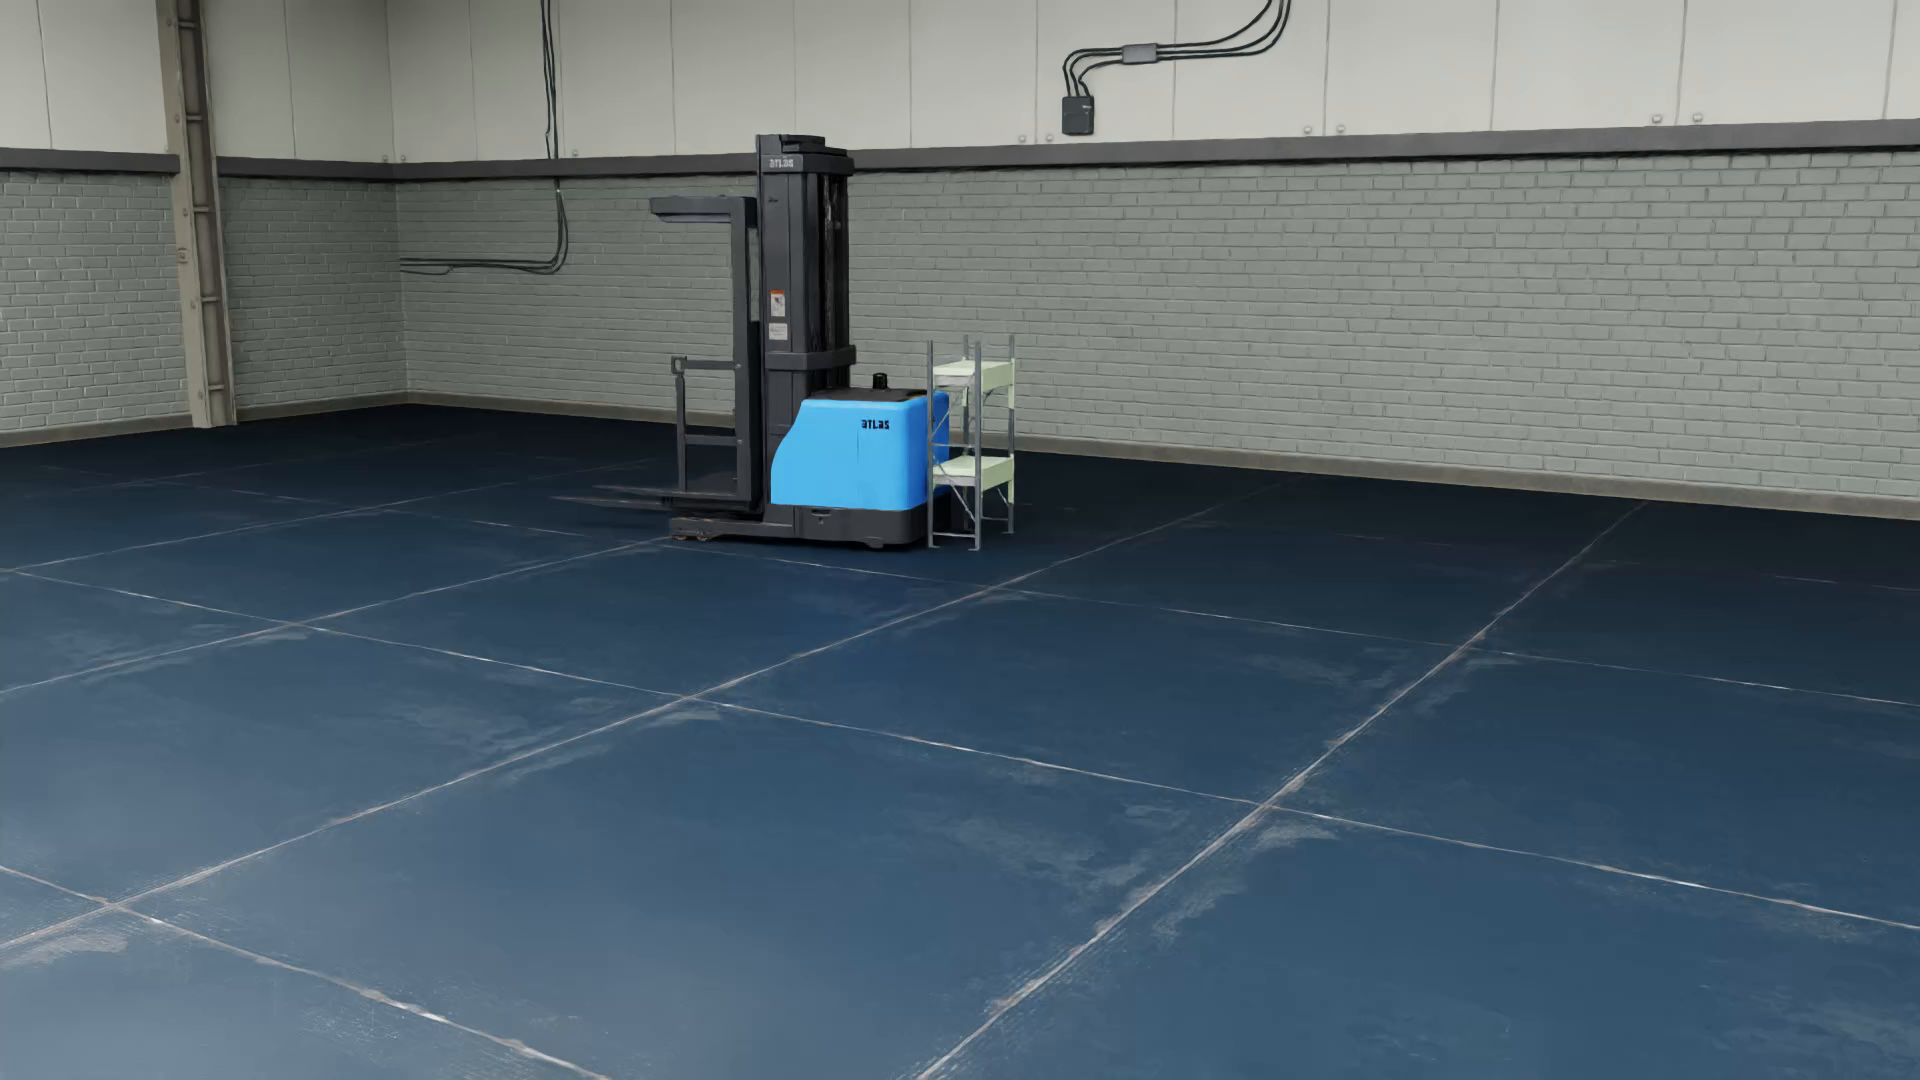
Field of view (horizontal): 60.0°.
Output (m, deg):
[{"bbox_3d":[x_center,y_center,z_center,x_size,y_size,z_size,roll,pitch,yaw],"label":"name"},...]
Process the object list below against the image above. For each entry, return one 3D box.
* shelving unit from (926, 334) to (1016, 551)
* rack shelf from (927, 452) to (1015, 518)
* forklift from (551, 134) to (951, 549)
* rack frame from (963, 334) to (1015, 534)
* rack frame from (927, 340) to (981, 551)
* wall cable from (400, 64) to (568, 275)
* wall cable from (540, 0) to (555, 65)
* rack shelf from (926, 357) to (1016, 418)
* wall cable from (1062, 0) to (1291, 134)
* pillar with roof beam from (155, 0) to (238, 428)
[{"bbox_3d":[0.087,-0.735,12.220,0.431,1.500,0.755,4,11,20],"label":"shelving unit"},{"bbox_3d":[0.087,-0.415,12.280,0.431,0.370,0.720,4,11,20],"label":"rack shelf"},{"bbox_3d":[-1.639,-1.517,12.508,3.031,2.935,1.130,4,11,19],"label":"forklift"},{"bbox_3d":[0.216,-0.798,12.557,0.400,1.500,0.023,4,11,20],"label":"rack frame"},{"bbox_3d":[-0.042,-0.672,11.884,0.400,1.500,0.023,4,11,20],"label":"rack frame"},{"bbox_3d":[-6.096,-4.576,20.794,3.097,2.526,0.112,6,12,31],"label":"wall cable"},{"bbox_3d":[-3.784,-6.800,18.949,3.097,2.526,0.112,6,12,31],"label":"wall cable"},{"bbox_3d":[0.087,-1.119,12.149,0.431,0.370,0.720,4,11,20],"label":"rack shelf"},{"bbox_3d":[2.009,-6.864,15.337,2.305,6.003,0.169,6,12,31],"label":"wall cable"},{"bbox_3d":[-5.077,-5.354,16.511,9.100,9.000,0.400,6,12,31],"label":"pillar with roof beam"}]
